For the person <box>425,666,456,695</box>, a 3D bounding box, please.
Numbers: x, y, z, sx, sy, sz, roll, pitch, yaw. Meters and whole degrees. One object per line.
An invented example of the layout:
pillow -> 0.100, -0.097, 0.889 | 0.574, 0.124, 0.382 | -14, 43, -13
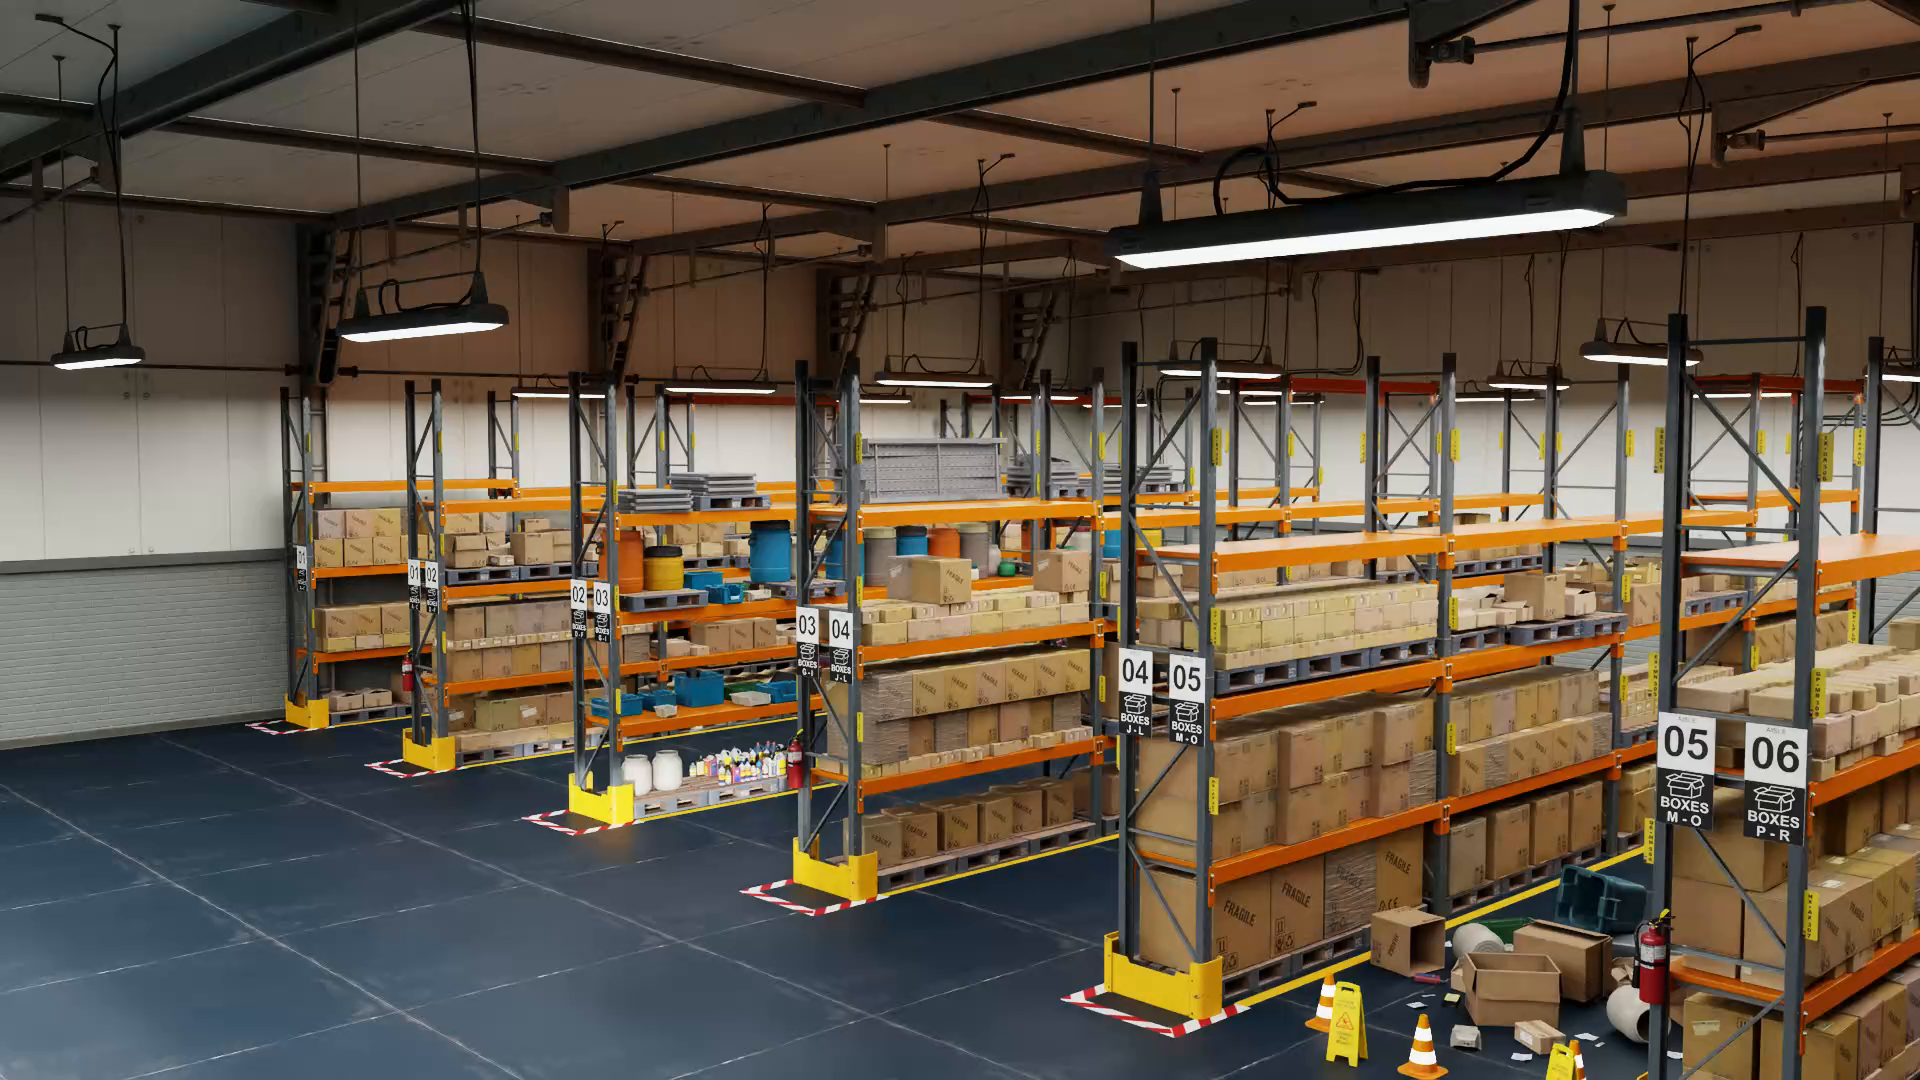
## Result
person -> -8.528, 2.517, 27.736 | 0.685, 1.820, 0.757 | 3, 5, 43
